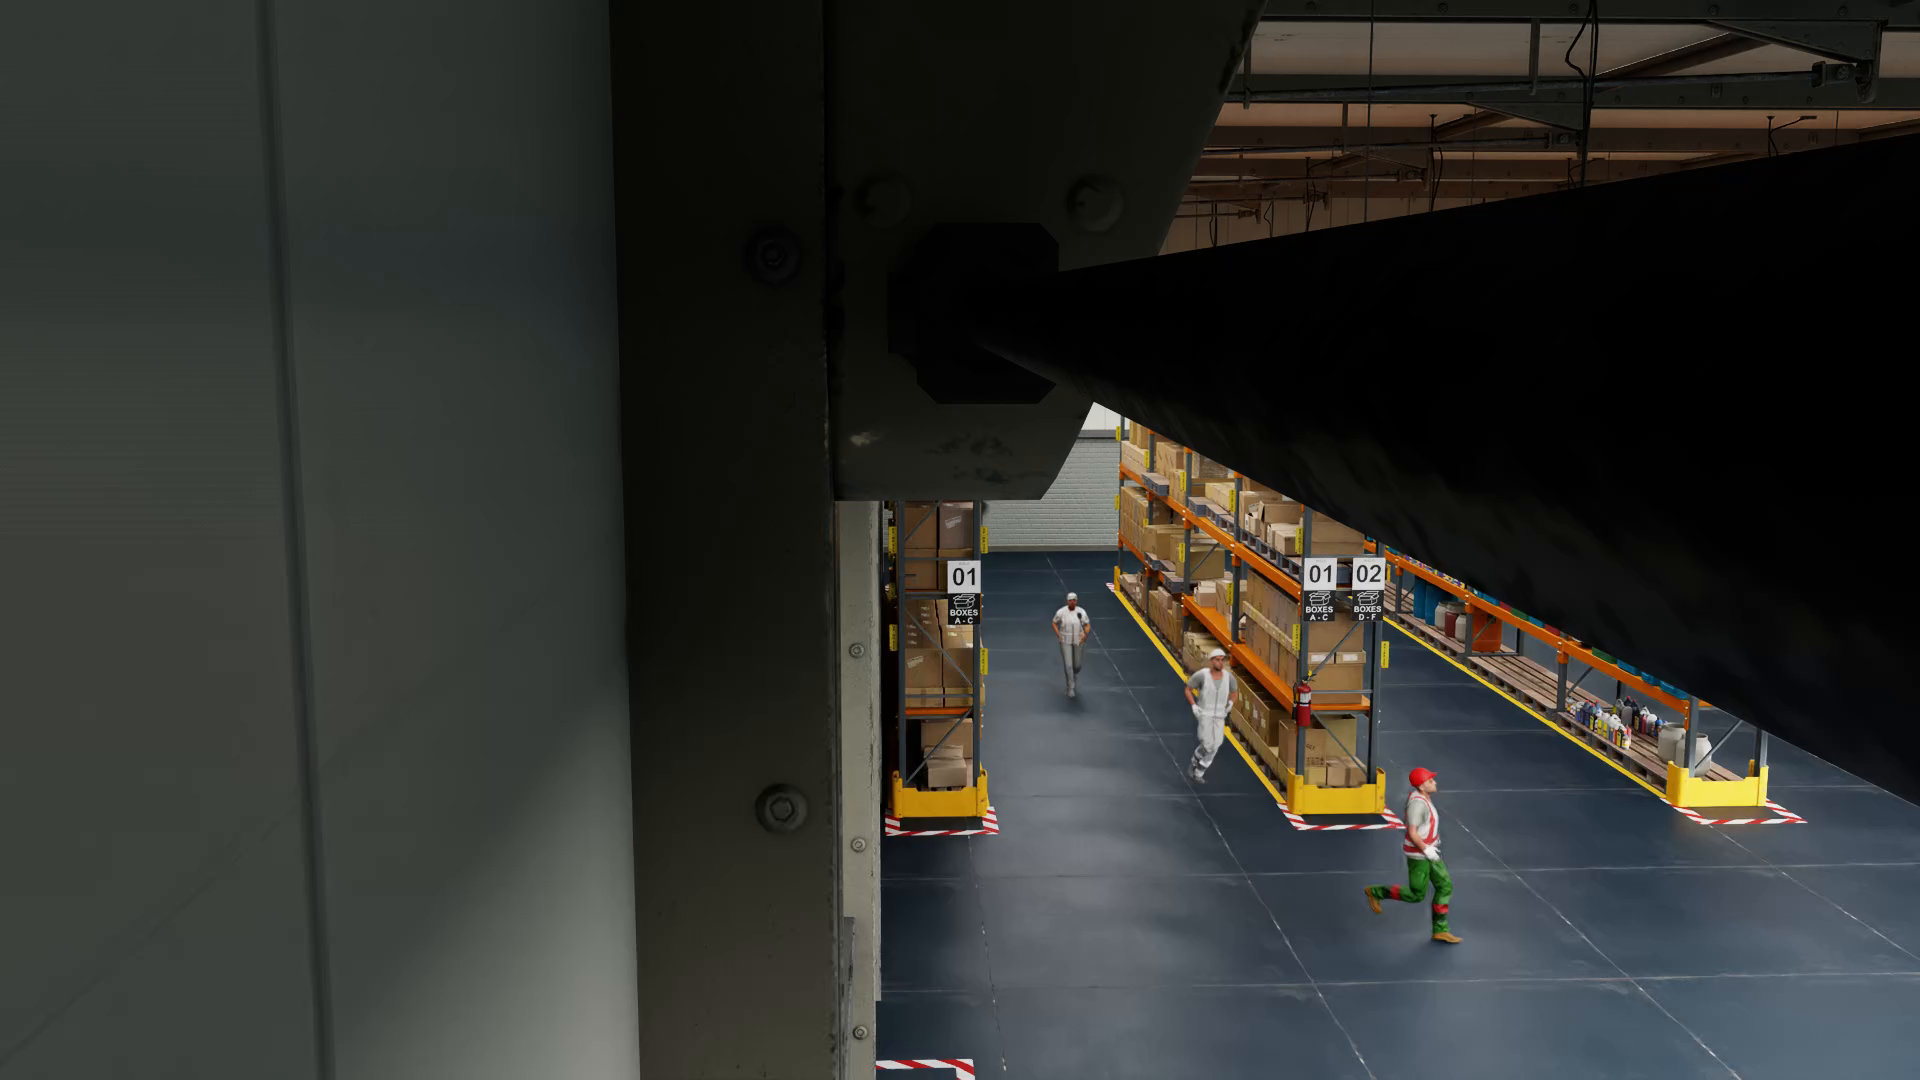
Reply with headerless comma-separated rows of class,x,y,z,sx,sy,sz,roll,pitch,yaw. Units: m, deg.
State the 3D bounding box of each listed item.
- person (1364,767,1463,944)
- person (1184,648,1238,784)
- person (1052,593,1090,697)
person,4.546,3.119,16.557,0.962,1.754,0.645,4,9,26
person,3.195,2.208,20.838,0.672,1.711,0.503,-2,8,-12
person,1.801,1.658,26.957,0.618,1.648,0.742,-1,8,-4
